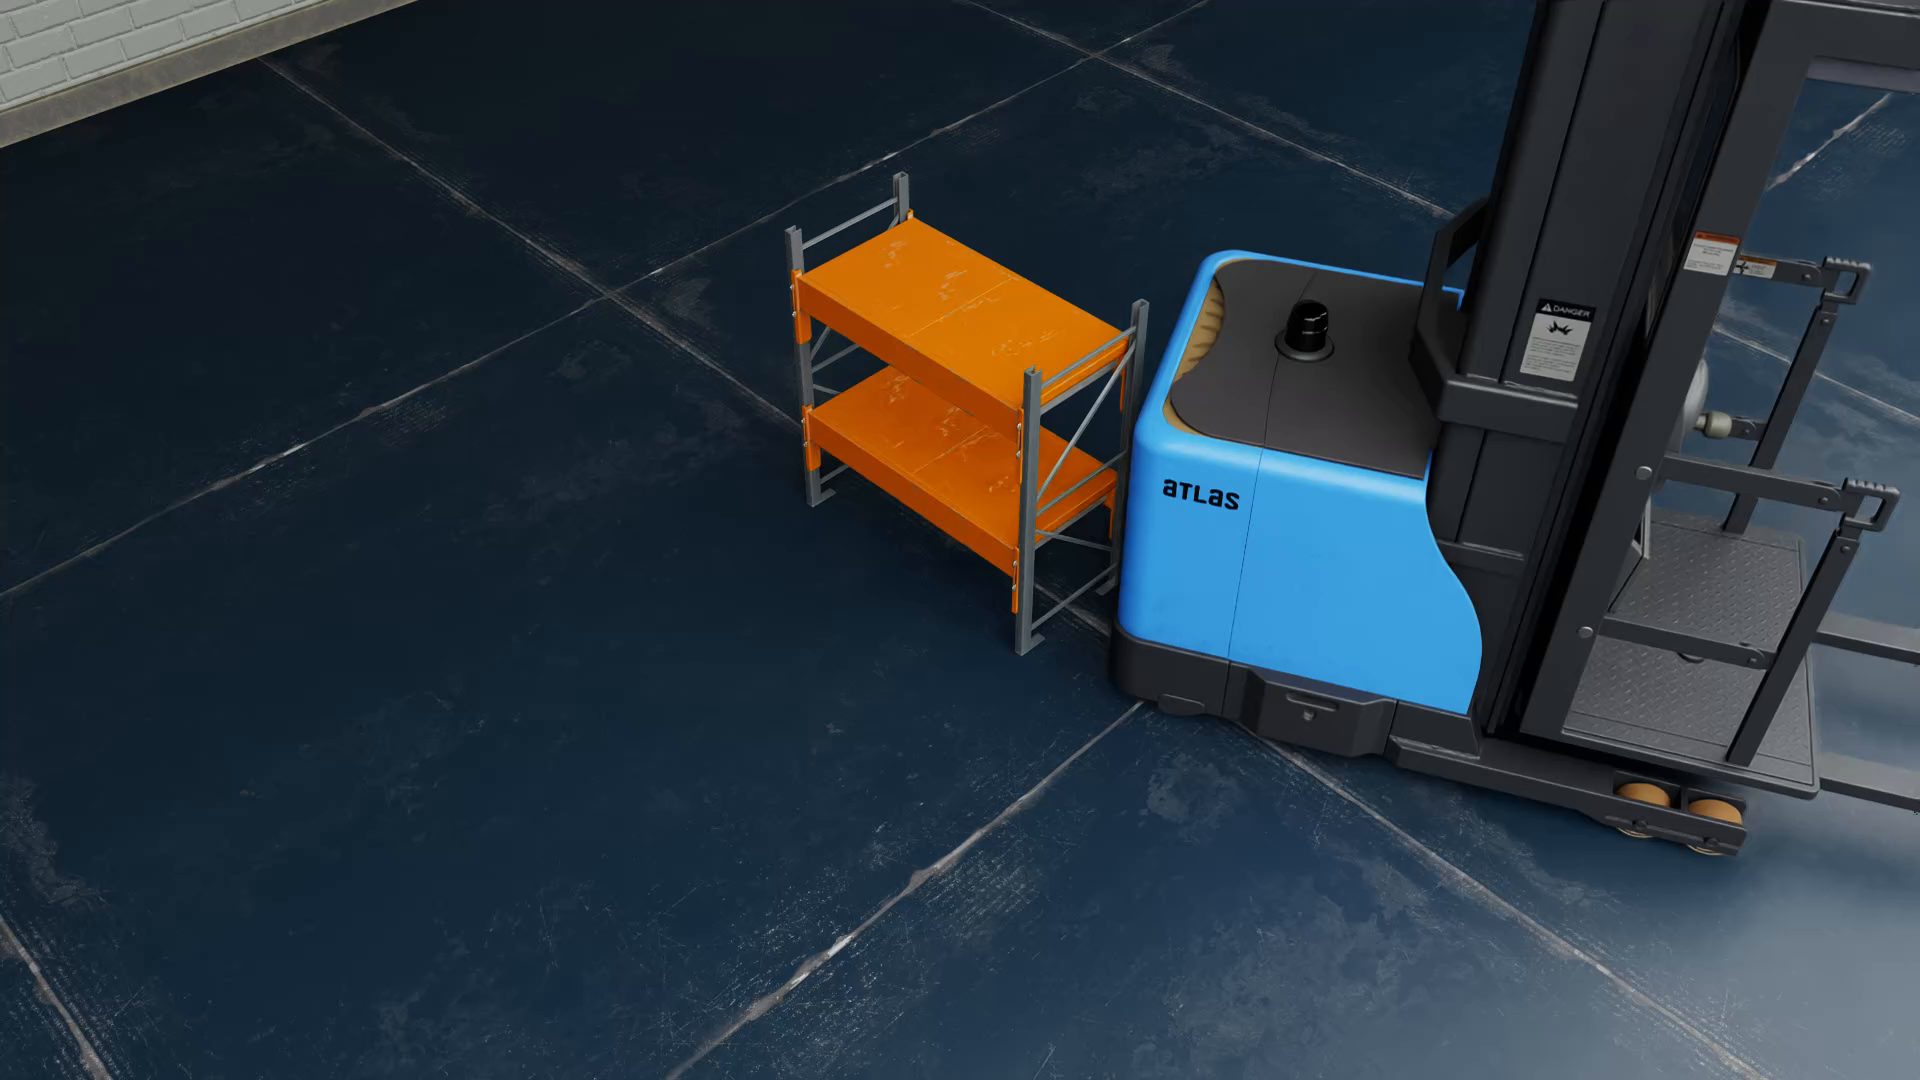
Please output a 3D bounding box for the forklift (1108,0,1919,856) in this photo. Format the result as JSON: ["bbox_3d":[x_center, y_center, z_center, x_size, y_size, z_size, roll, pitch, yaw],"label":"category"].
[{"bbox_3d":[2.037,-0.581,4.219,3.031,2.935,1.130,13,44,13],"label":"forklift"}]

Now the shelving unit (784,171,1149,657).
[{"bbox_3d":[0.005,-0.410,5.365,0.538,1.125,1.048,-34,53,-31],"label":"shelving unit"}]

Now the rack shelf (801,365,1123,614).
[{"bbox_3d":[0.005,-0.230,5.531,0.538,0.278,1.000,-34,53,-31],"label":"rack shelf"}]

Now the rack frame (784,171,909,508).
[{"bbox_3d":[-0.354,-0.654,5.629,0.500,1.125,0.032,-34,53,-31],"label":"rack frame"}]

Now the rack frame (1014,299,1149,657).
[{"bbox_3d":[0.364,-0.166,5.100,0.500,1.125,0.032,-34,53,-31],"label":"rack frame"}]

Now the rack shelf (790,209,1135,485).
[{"bbox_3d":[0.005,-0.625,5.166,0.538,0.278,1.000,-34,53,-31],"label":"rack shelf"}]
